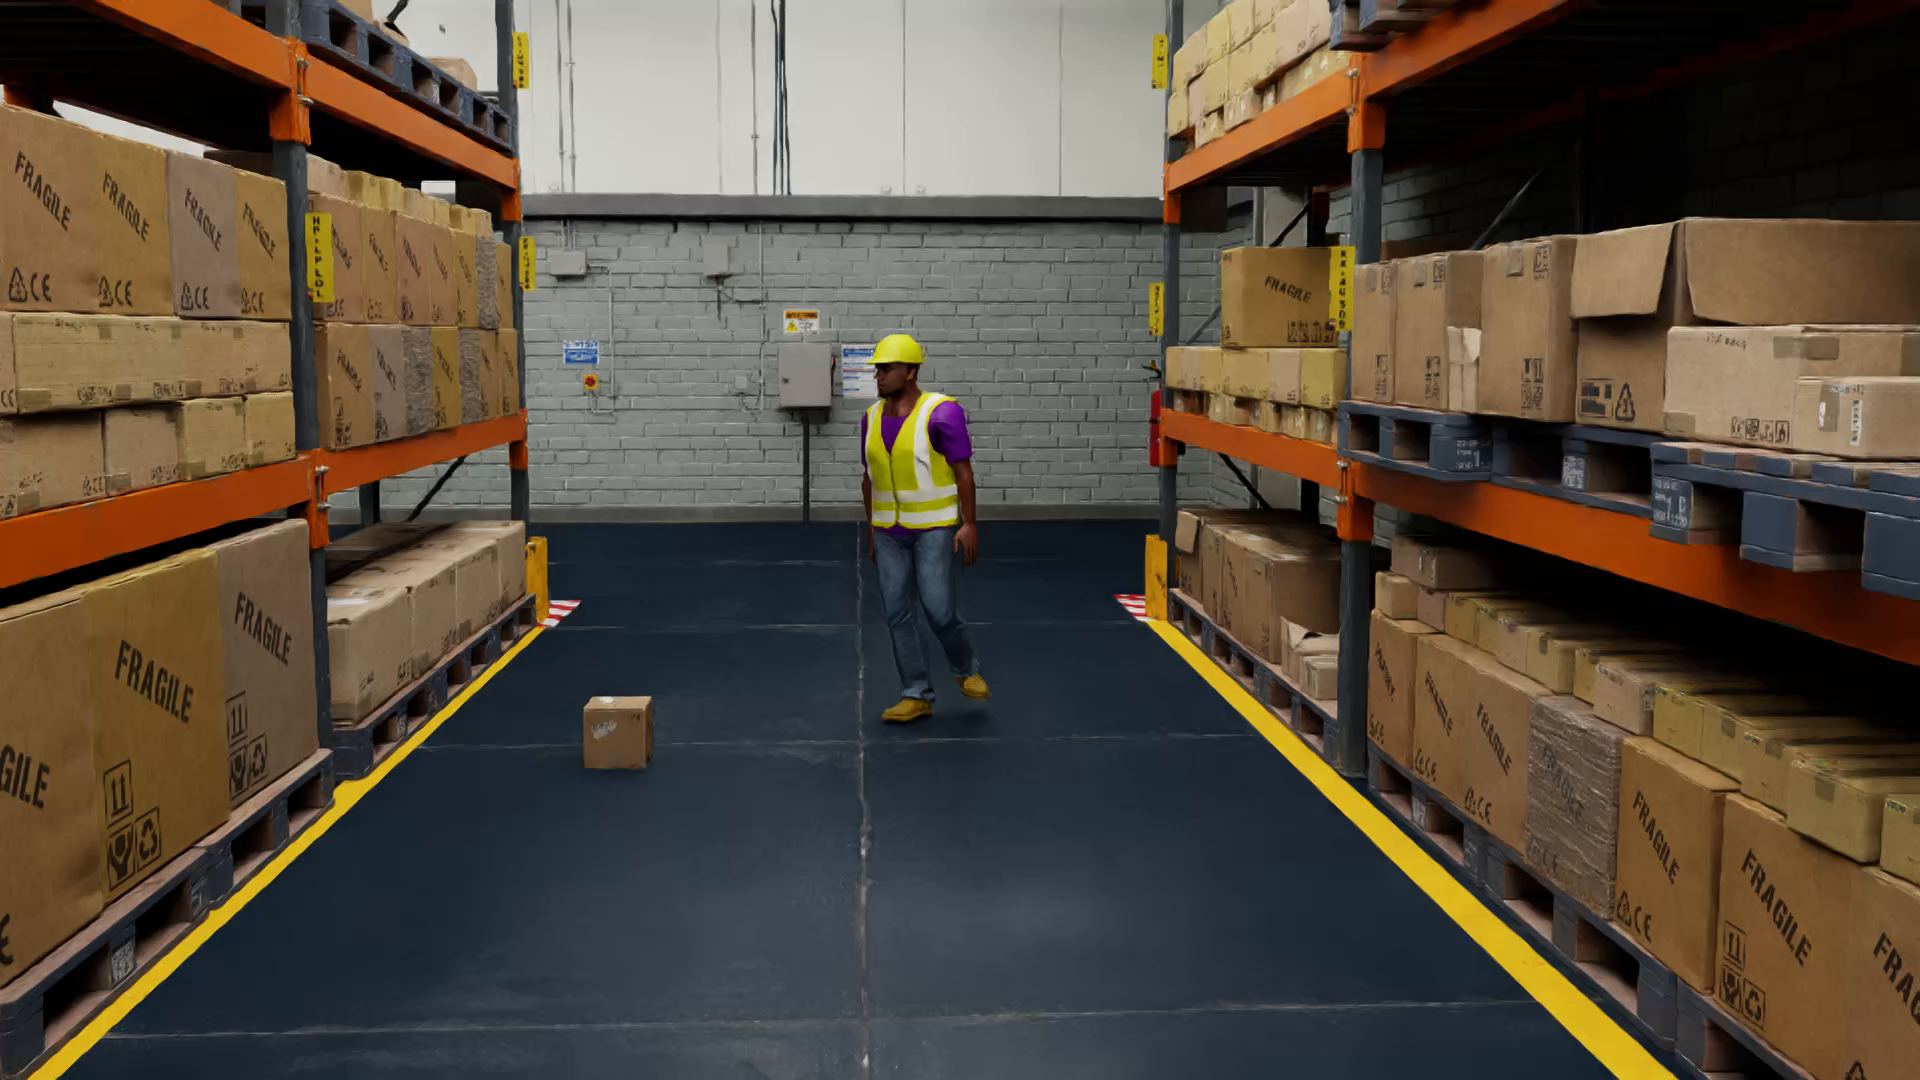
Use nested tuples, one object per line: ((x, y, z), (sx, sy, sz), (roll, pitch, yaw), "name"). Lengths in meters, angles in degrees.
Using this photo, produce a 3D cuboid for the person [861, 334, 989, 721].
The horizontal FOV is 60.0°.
((-0.171, -0.057, 7.621), (0.613, 1.758, 0.575), (4, 8, 31), "person")
